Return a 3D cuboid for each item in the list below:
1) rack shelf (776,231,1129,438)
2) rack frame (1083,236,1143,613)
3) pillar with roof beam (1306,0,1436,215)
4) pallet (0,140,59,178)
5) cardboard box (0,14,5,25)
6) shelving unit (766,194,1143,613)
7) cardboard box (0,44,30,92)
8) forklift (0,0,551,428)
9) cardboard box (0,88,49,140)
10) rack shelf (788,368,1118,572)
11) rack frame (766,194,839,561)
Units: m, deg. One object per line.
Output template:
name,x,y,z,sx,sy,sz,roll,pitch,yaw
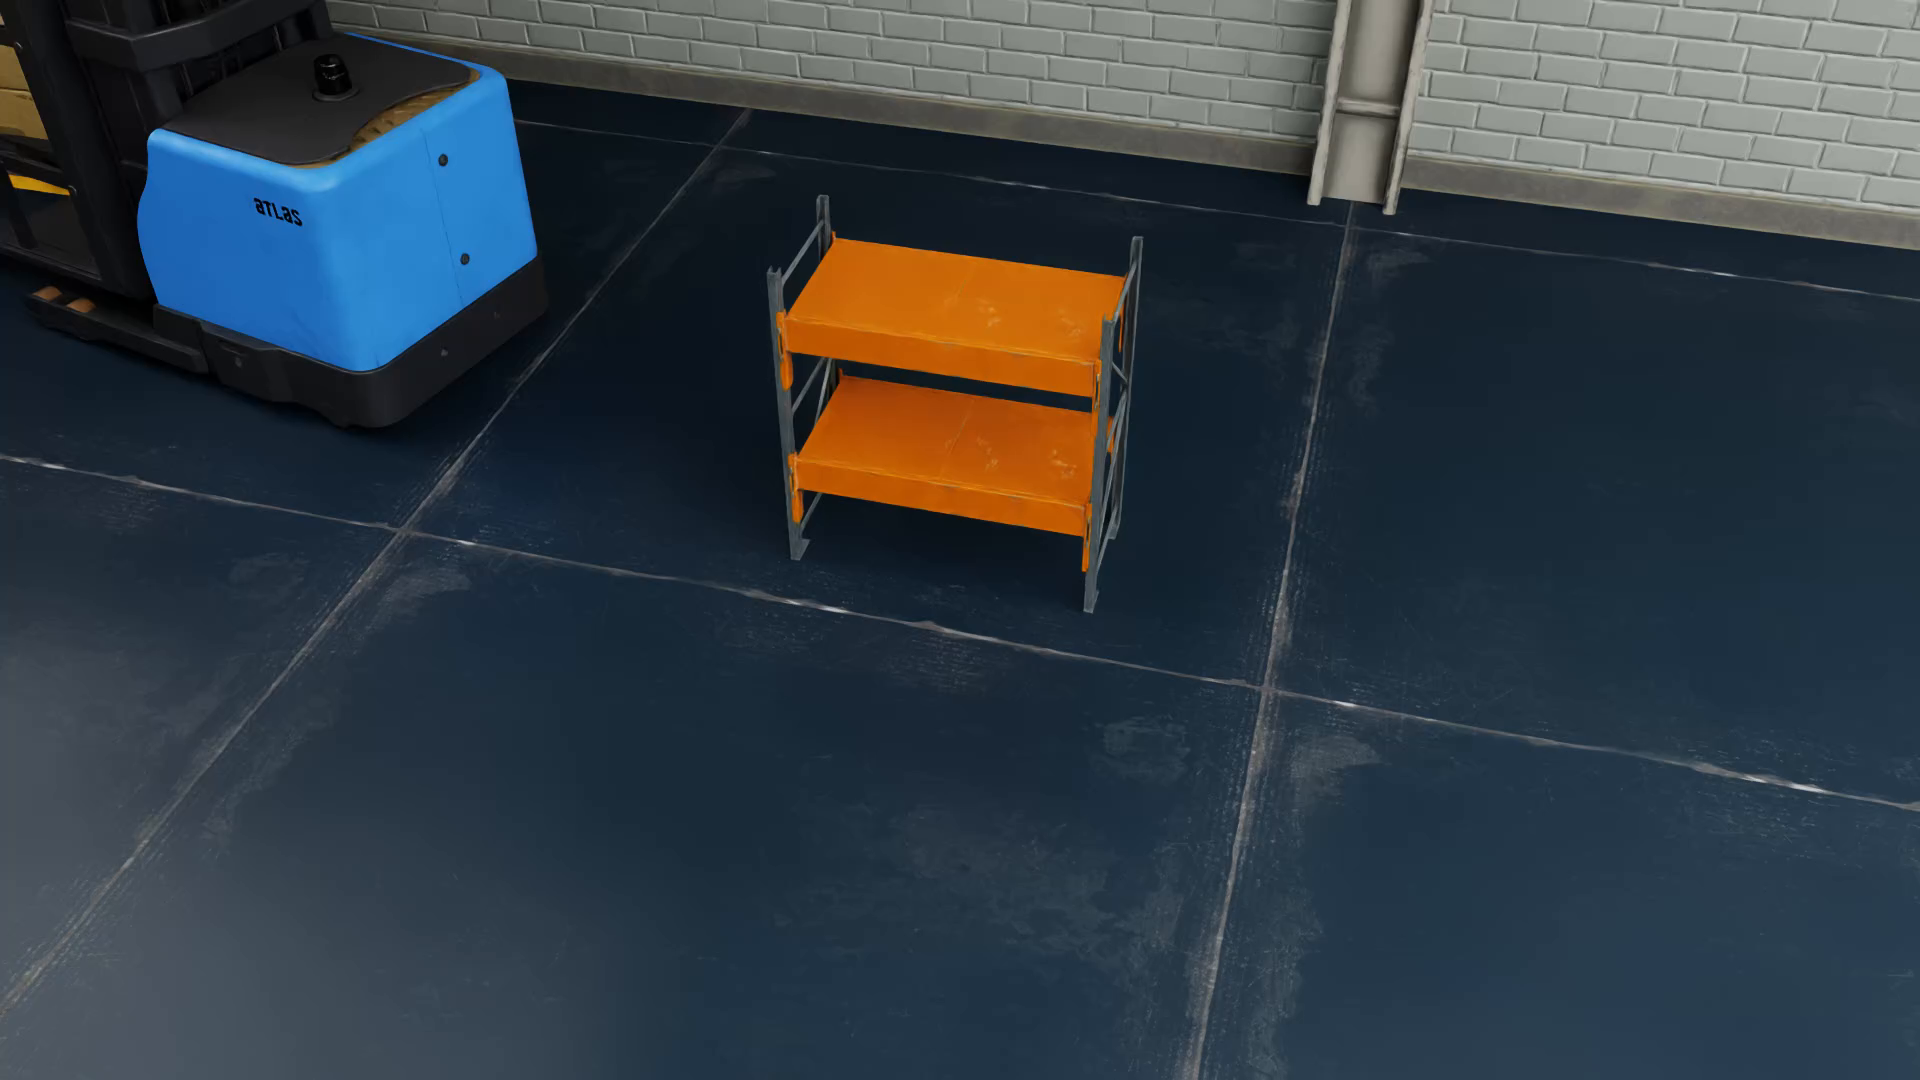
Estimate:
rack shelf,-0.007,-0.656,5.201,1.000,0.278,0.538,10,41,11
rack frame,0.485,-0.347,5.289,0.032,1.125,0.500,10,41,11
pillar with roof beam,0.696,-2.364,1.568,0.400,9.000,9.100,10,41,11
pallet,-4.298,-2.096,8.082,1.213,0.211,1.003,10,41,11
cardboard box,-4.074,-2.437,7.353,0.500,0.250,0.500,11,41,13
shelving unit,-0.007,-0.432,5.390,1.048,1.125,0.538,10,41,11
cardboard box,-4.099,-2.249,7.518,0.500,0.250,0.500,9,41,11
forklift,-3.214,-2.208,6.100,3.031,2.935,1.130,19,43,21
cardboard box,-4.084,-2.053,7.673,0.500,0.250,0.500,10,41,12
rack shelf,-0.007,-0.245,5.547,1.000,0.278,0.538,10,41,11
rack frame,-0.498,-0.516,5.490,0.032,1.125,0.500,10,41,11
